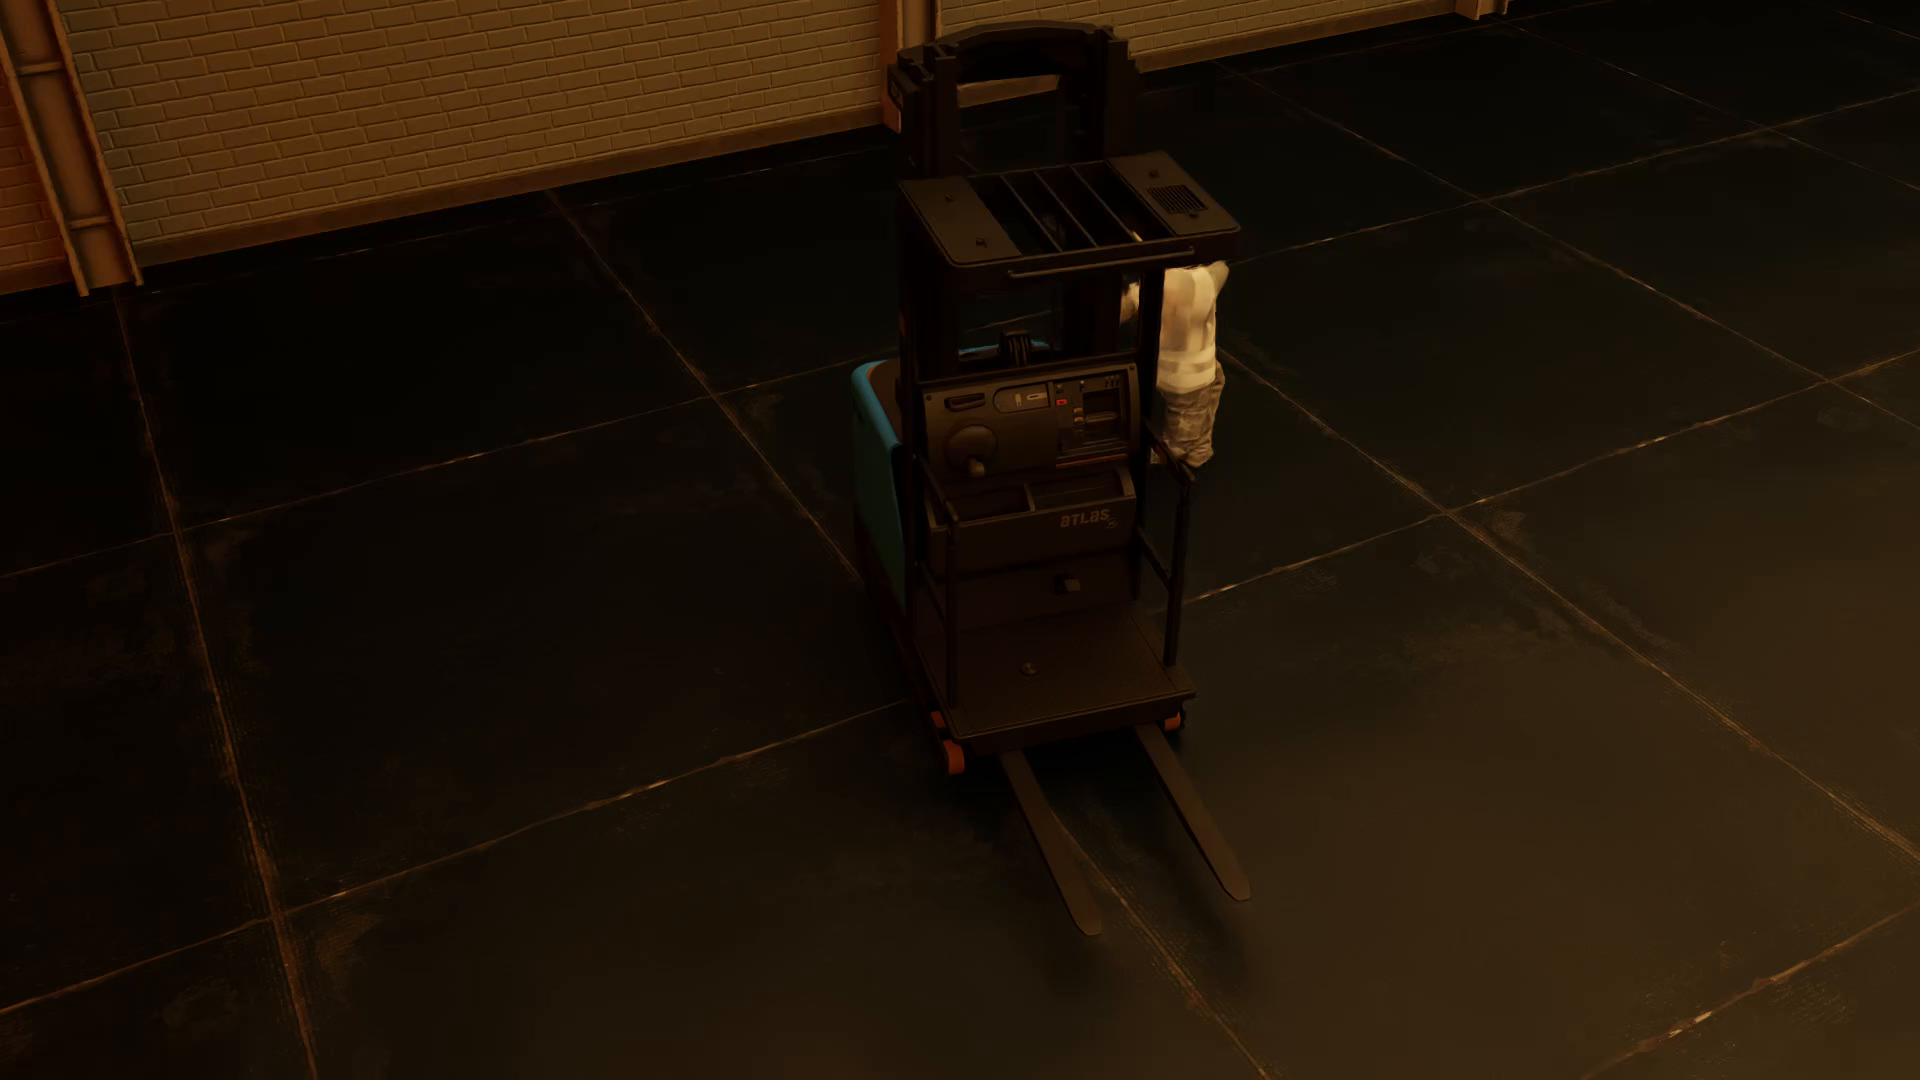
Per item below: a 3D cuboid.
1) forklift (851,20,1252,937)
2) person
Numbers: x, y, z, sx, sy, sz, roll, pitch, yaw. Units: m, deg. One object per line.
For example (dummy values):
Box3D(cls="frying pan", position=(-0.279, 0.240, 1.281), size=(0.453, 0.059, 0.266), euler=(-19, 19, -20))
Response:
Box3D(cls="forklift", position=(0.365, -0.432, 6.734), size=(1.130, 2.935, 3.031), euler=(-10, 36, -13))
Box3D(cls="person", position=(0.993, -0.989, 8.803), size=(0.761, 1.544, 0.961), euler=(29, 45, 35))
